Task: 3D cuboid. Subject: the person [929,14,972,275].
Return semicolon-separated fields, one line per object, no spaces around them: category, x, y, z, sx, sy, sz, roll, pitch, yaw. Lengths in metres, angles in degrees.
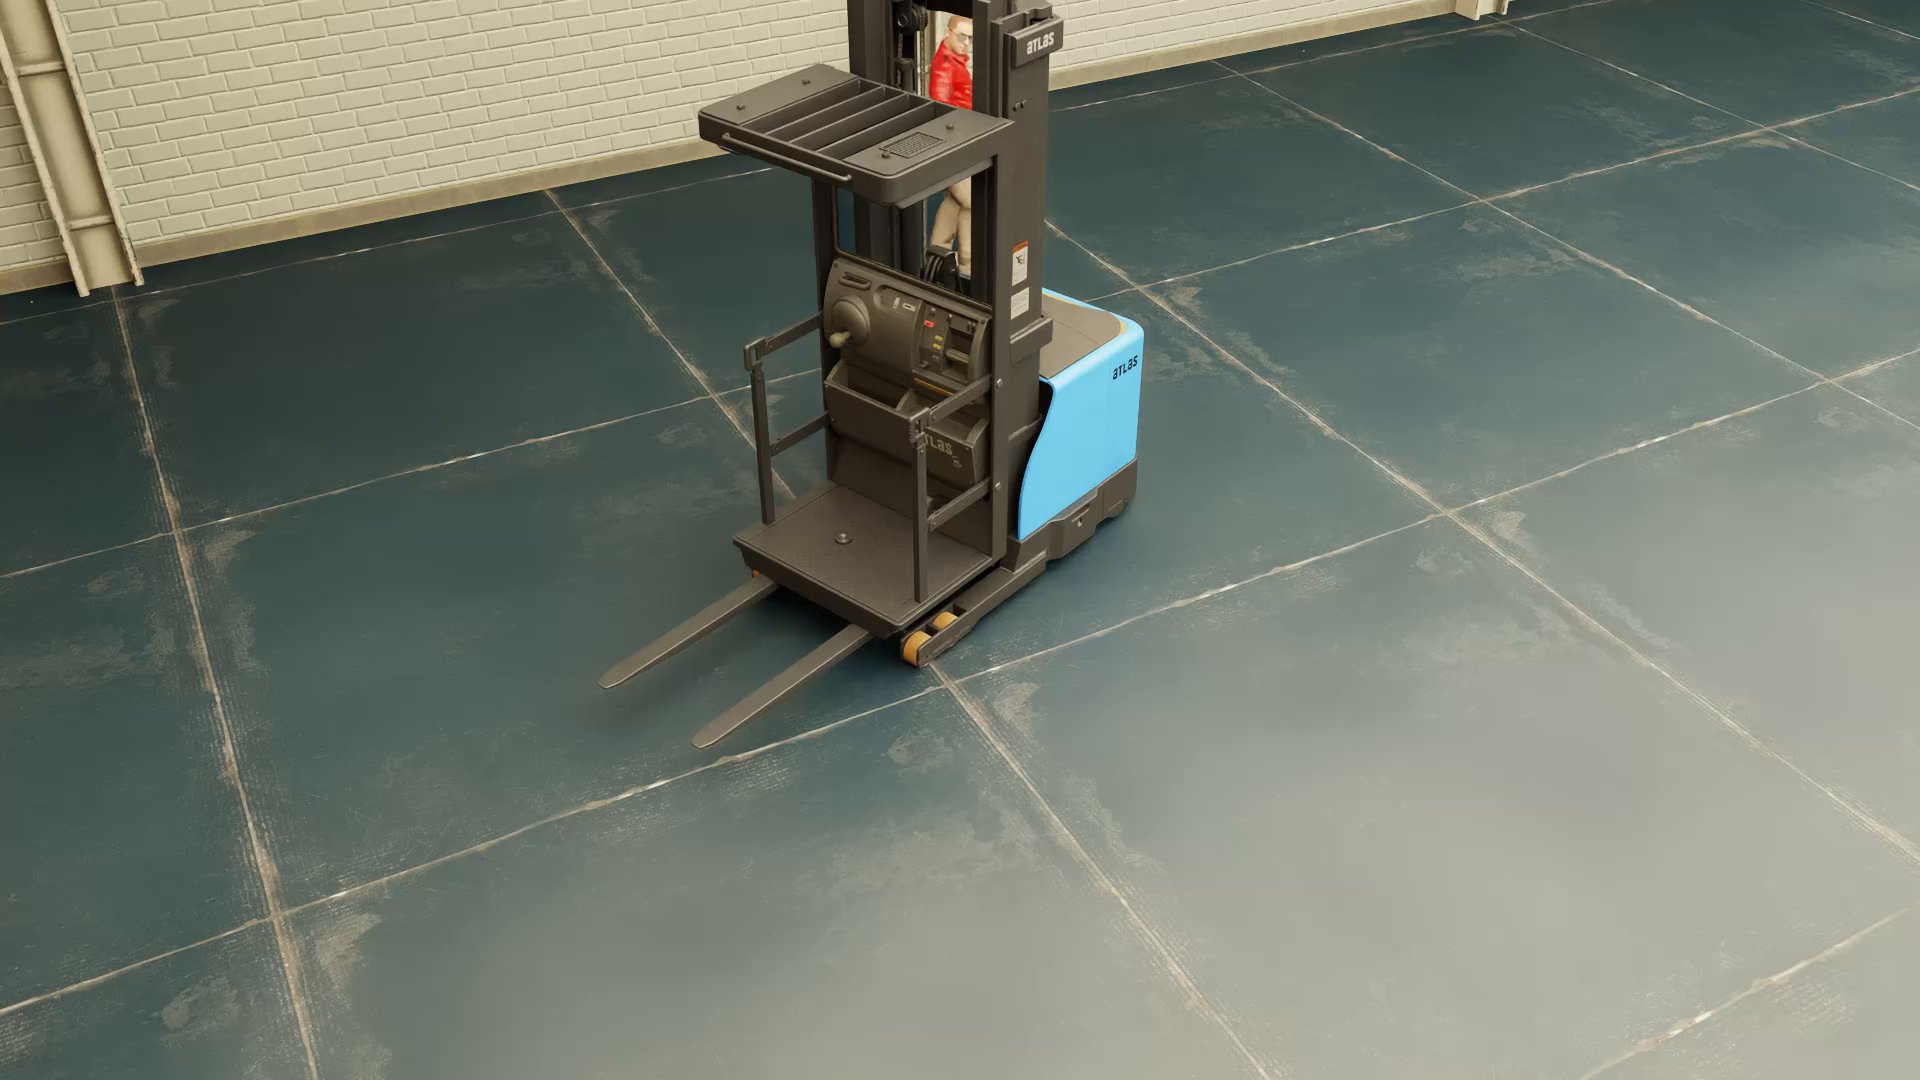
person;0.022;-2.560;10.805;0.520;1.709;0.748;-6;36;-8

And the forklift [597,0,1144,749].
forklift;-0.390;-0.927;7.434;1.130;2.935;3.031;26;43;31
